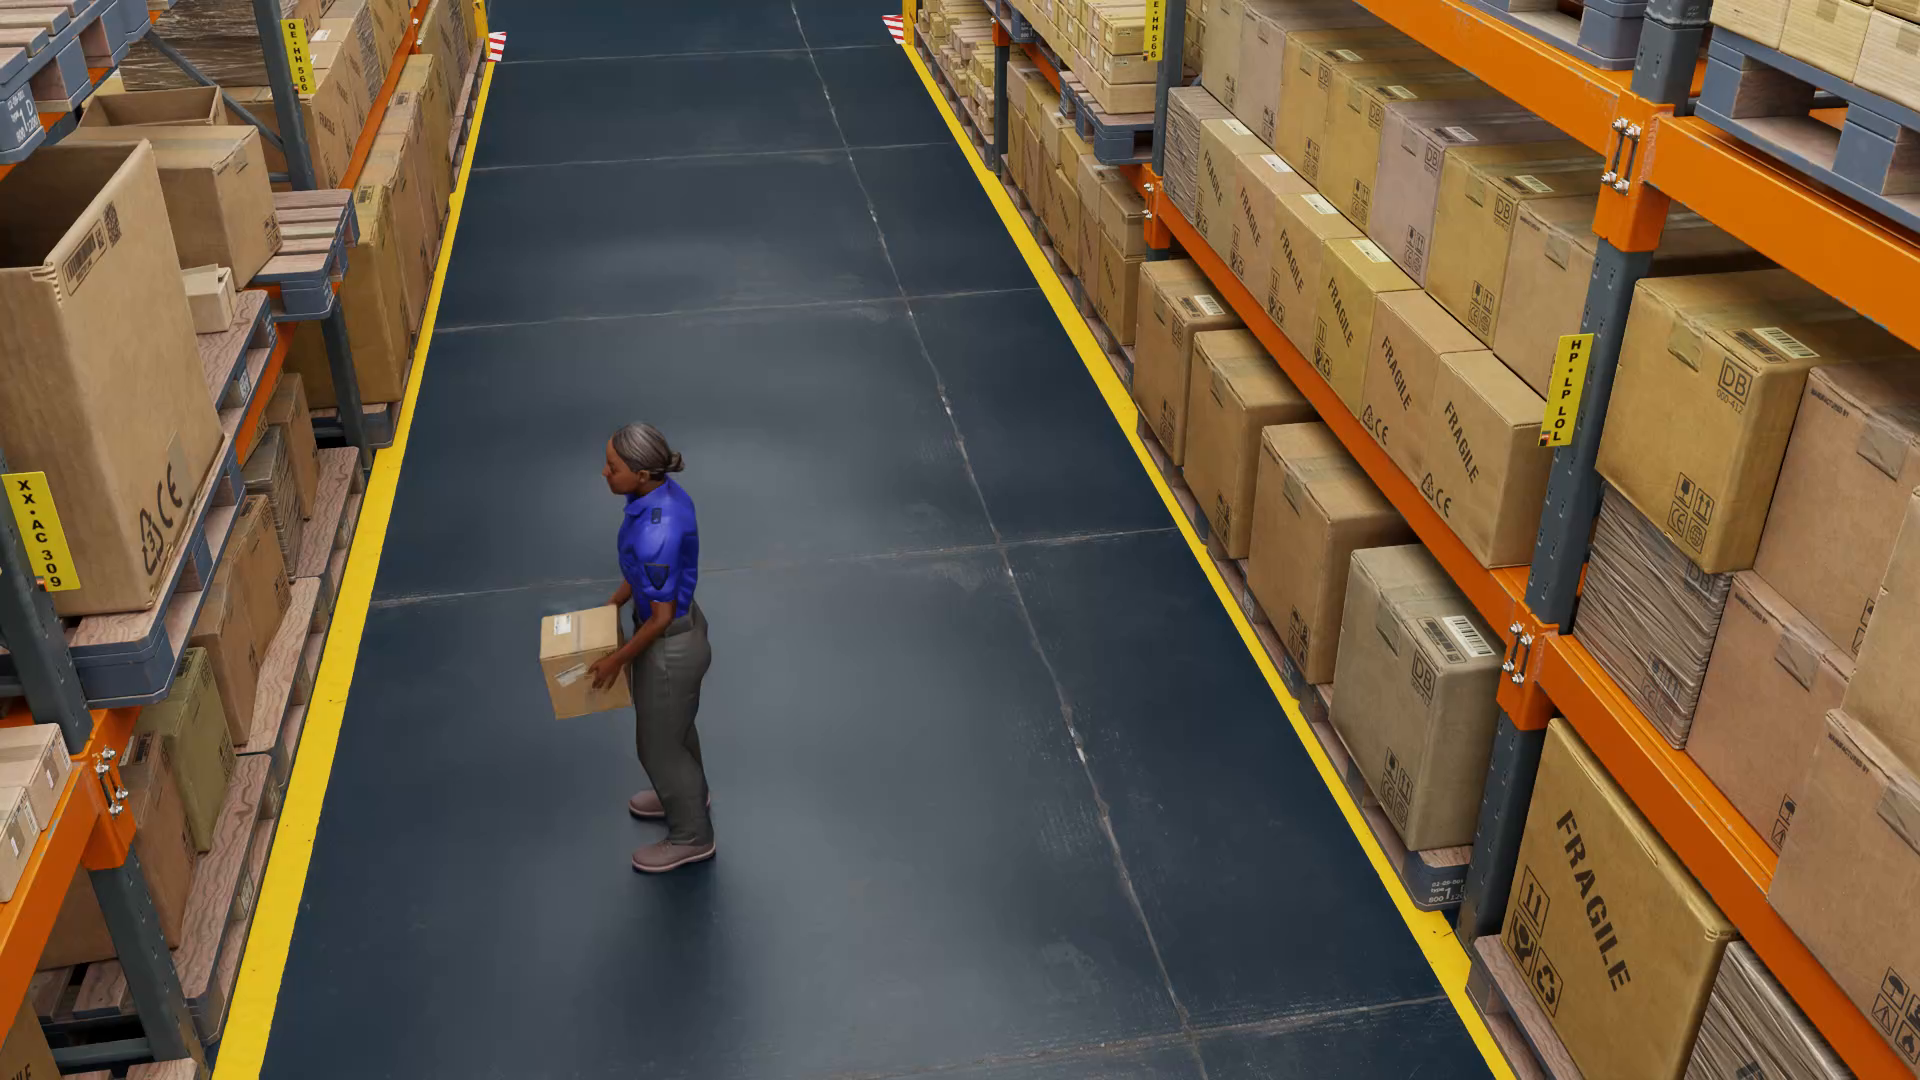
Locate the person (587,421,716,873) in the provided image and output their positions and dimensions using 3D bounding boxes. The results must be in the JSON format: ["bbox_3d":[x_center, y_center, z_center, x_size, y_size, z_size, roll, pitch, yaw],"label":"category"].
[{"bbox_3d":[-1.036,0.353,5.539,0.405,1.663,0.479,-6,31,-10],"label":"person"}]
